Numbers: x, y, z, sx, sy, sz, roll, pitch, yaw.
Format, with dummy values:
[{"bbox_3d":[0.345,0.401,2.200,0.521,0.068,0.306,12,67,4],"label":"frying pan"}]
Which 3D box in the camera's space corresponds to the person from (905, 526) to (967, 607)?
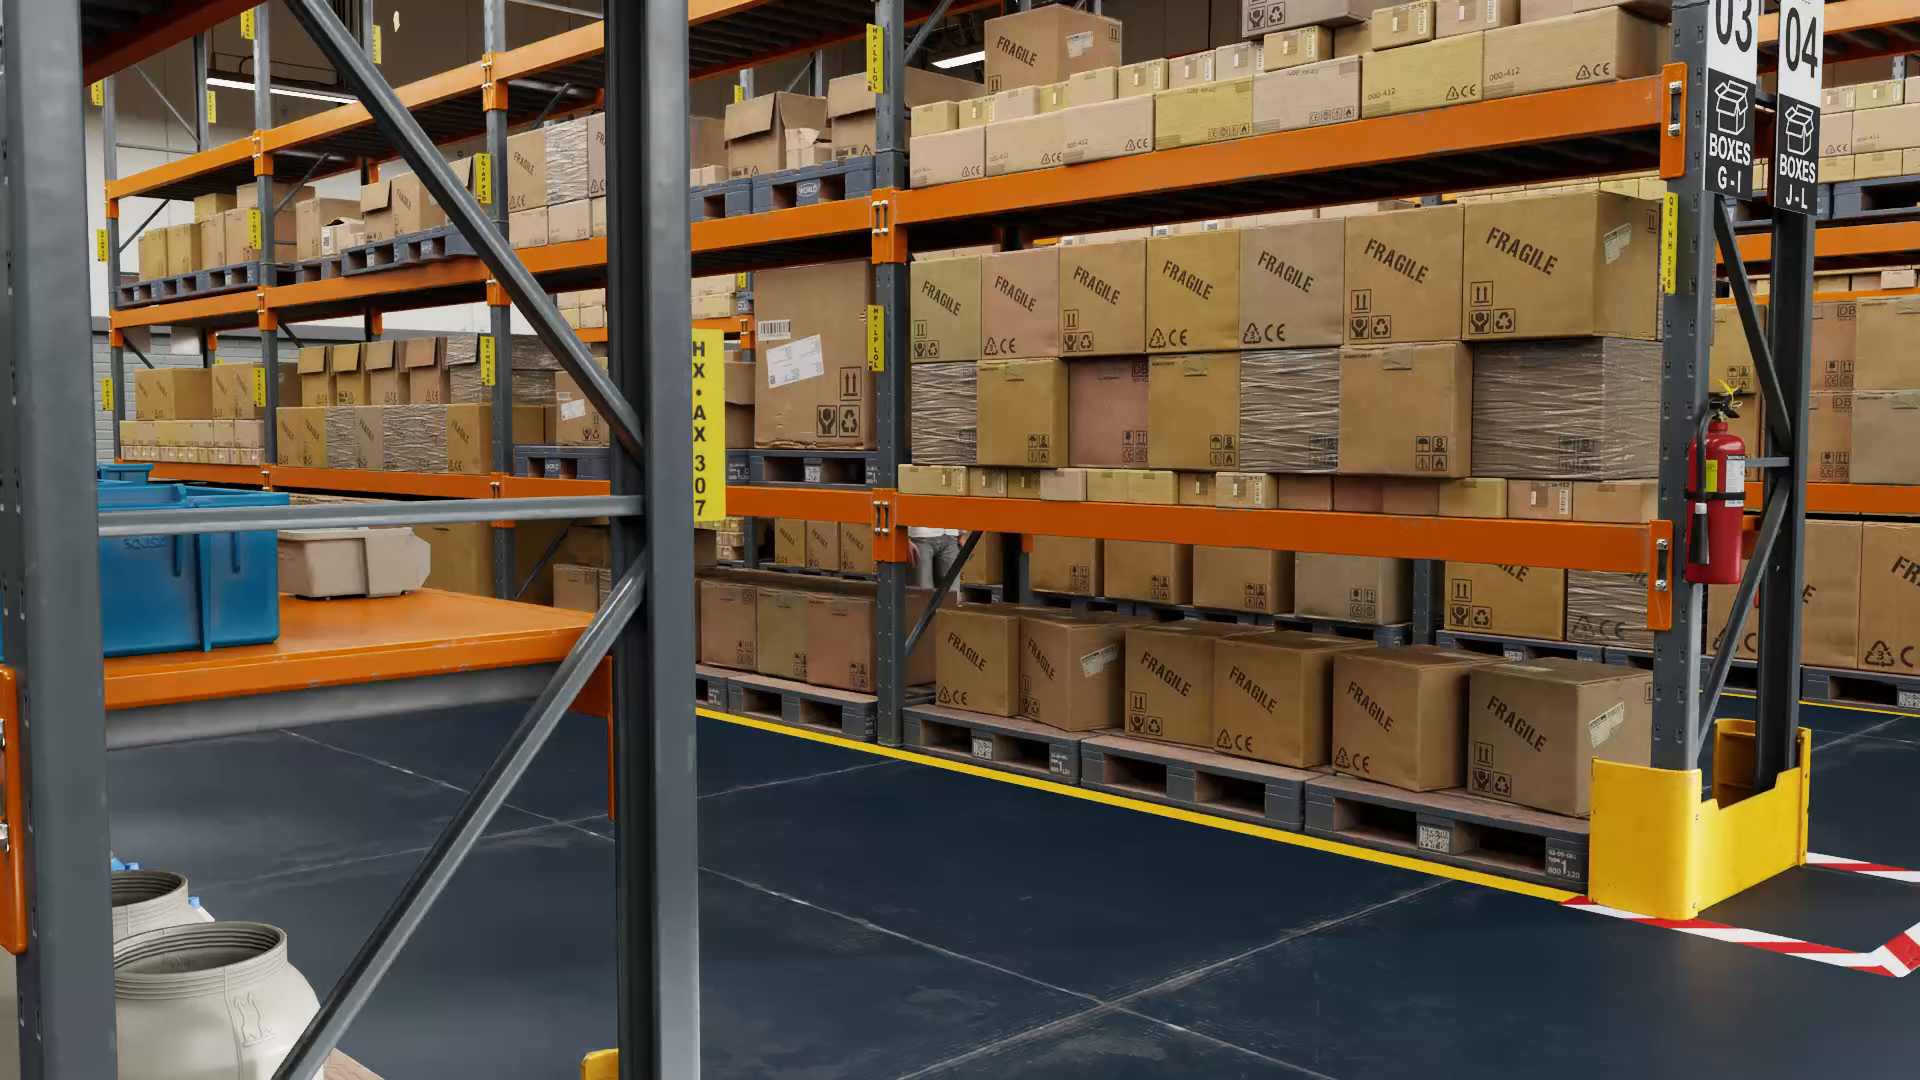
[{"bbox_3d":[-0.188,0.005,10.993,0.581,1.772,0.460,-4,5,-43],"label":"person"}]
